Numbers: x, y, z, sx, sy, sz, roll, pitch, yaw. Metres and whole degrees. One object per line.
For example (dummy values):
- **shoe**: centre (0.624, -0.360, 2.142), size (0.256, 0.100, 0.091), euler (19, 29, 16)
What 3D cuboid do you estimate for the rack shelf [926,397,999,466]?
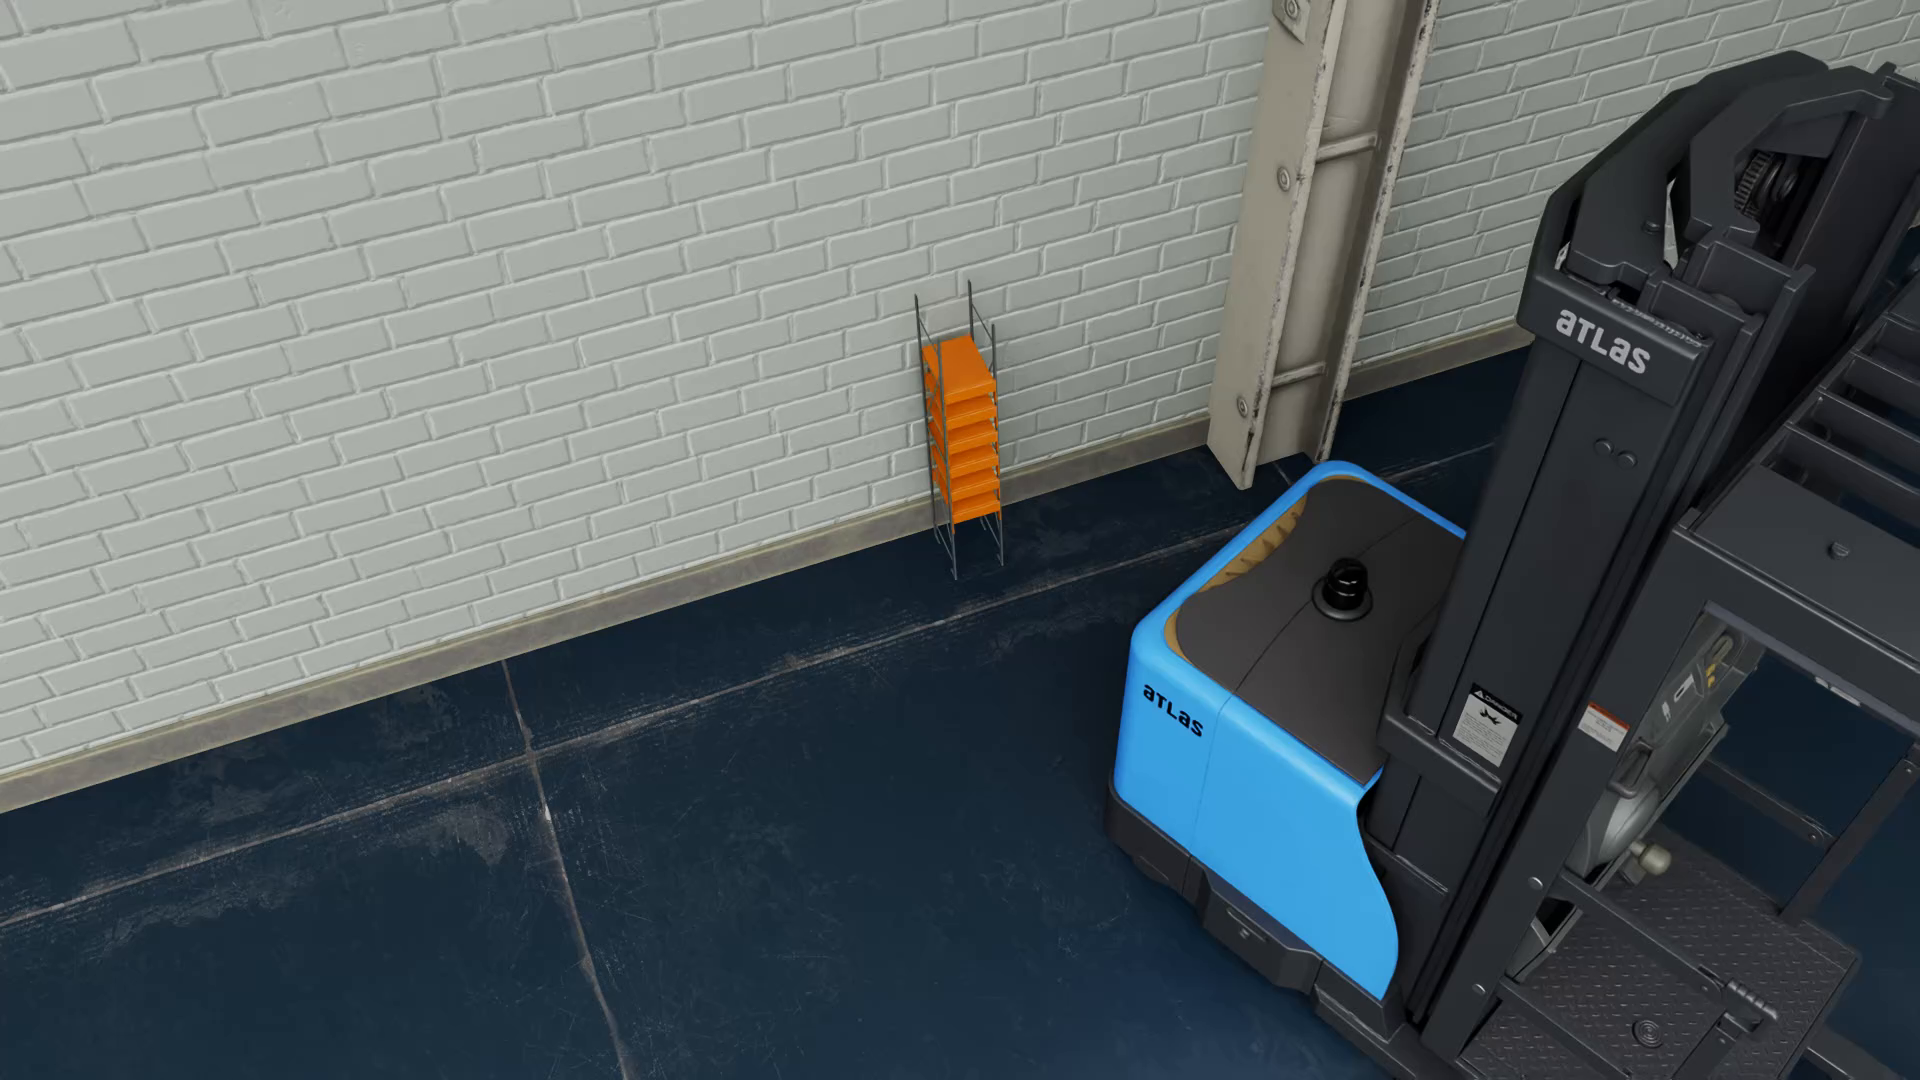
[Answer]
- **rack shelf**: centre (0.004, -0.396, 5.695), size (0.180, 0.103, 0.258), euler (-17, 51, -11)

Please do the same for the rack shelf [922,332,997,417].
- **rack shelf**: centre (-0.006, -0.549, 5.510), size (0.180, 0.103, 0.258), euler (-17, 51, -11)

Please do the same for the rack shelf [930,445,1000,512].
- **rack shelf**: centre (0.014, -0.243, 5.879), size (0.180, 0.103, 0.258), euler (-17, 51, -11)

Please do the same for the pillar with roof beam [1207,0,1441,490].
- **pillar with roof beam**: centre (2.832, -0.264, 0.545), size (0.400, 9.000, 9.100), euler (-17, 52, -14)

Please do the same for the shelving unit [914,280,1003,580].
- **shelving unit**: centre (0.007, -0.348, 5.753), size (0.189, 1.200, 0.258), euler (-17, 51, -11)

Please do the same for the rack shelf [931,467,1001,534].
- **rack shelf**: centre (0.019, -0.166, 5.971), size (0.180, 0.103, 0.258), euler (-17, 51, -11)

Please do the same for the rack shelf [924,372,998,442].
- **rack shelf**: centre (-0.001, -0.473, 5.602), size (0.180, 0.103, 0.258), euler (-17, 51, -11)

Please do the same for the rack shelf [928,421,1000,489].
- **rack shelf**: centre (0.009, -0.319, 5.787), size (0.180, 0.103, 0.258), euler (-17, 51, -11)

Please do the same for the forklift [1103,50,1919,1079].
- **forklift**: centre (1.874, 0.514, 3.876), size (3.031, 2.935, 1.130), euler (36, 58, 27)

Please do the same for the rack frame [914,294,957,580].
- **rack frame**: centre (-0.079, -0.322, 5.736), size (0.006, 1.200, 0.240), euler (-17, 51, -11)

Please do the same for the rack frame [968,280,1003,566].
- **rack frame**: centre (0.093, -0.374, 5.770), size (0.006, 1.200, 0.240), euler (-17, 51, -11)
